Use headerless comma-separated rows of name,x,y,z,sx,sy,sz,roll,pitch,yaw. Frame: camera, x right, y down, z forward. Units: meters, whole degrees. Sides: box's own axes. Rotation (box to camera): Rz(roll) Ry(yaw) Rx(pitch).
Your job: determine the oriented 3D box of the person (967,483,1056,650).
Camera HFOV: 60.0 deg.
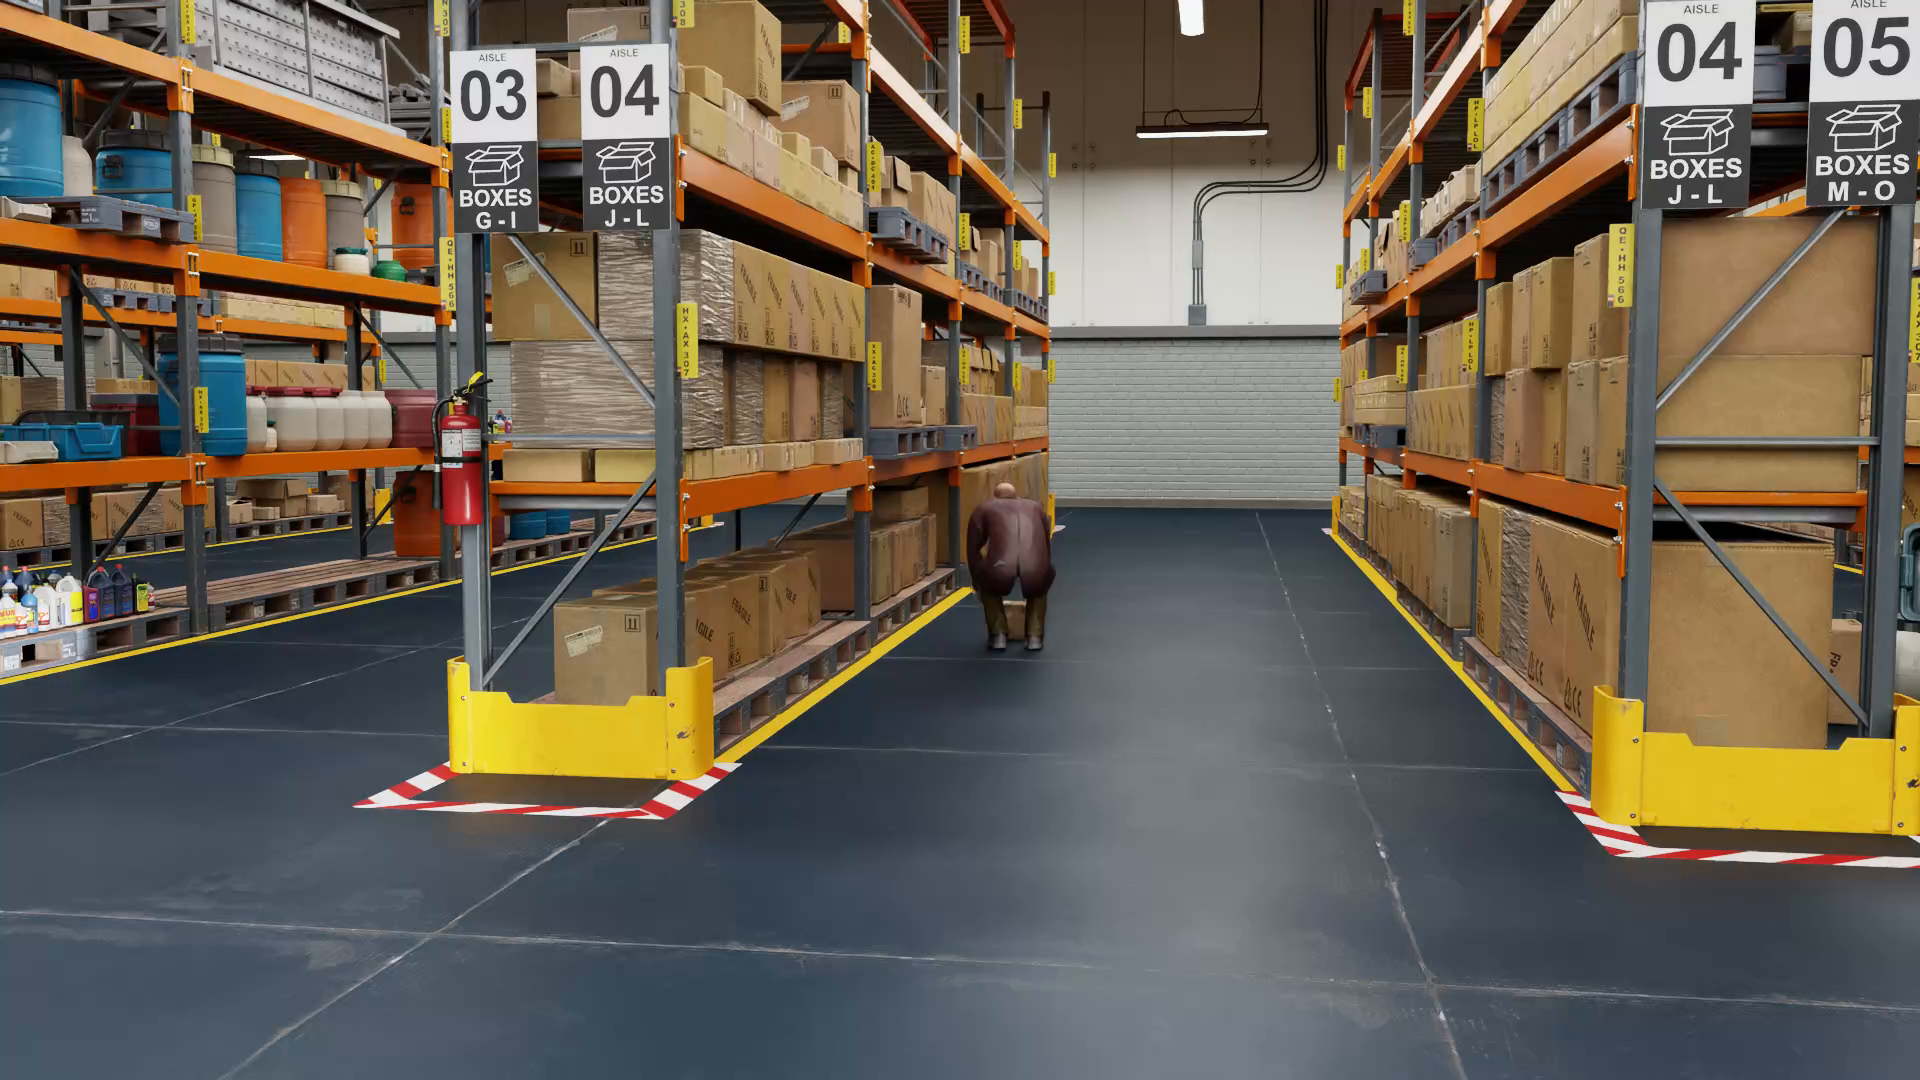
person,0.357,0.186,11.562,0.619,1.107,0.853,0,4,0
